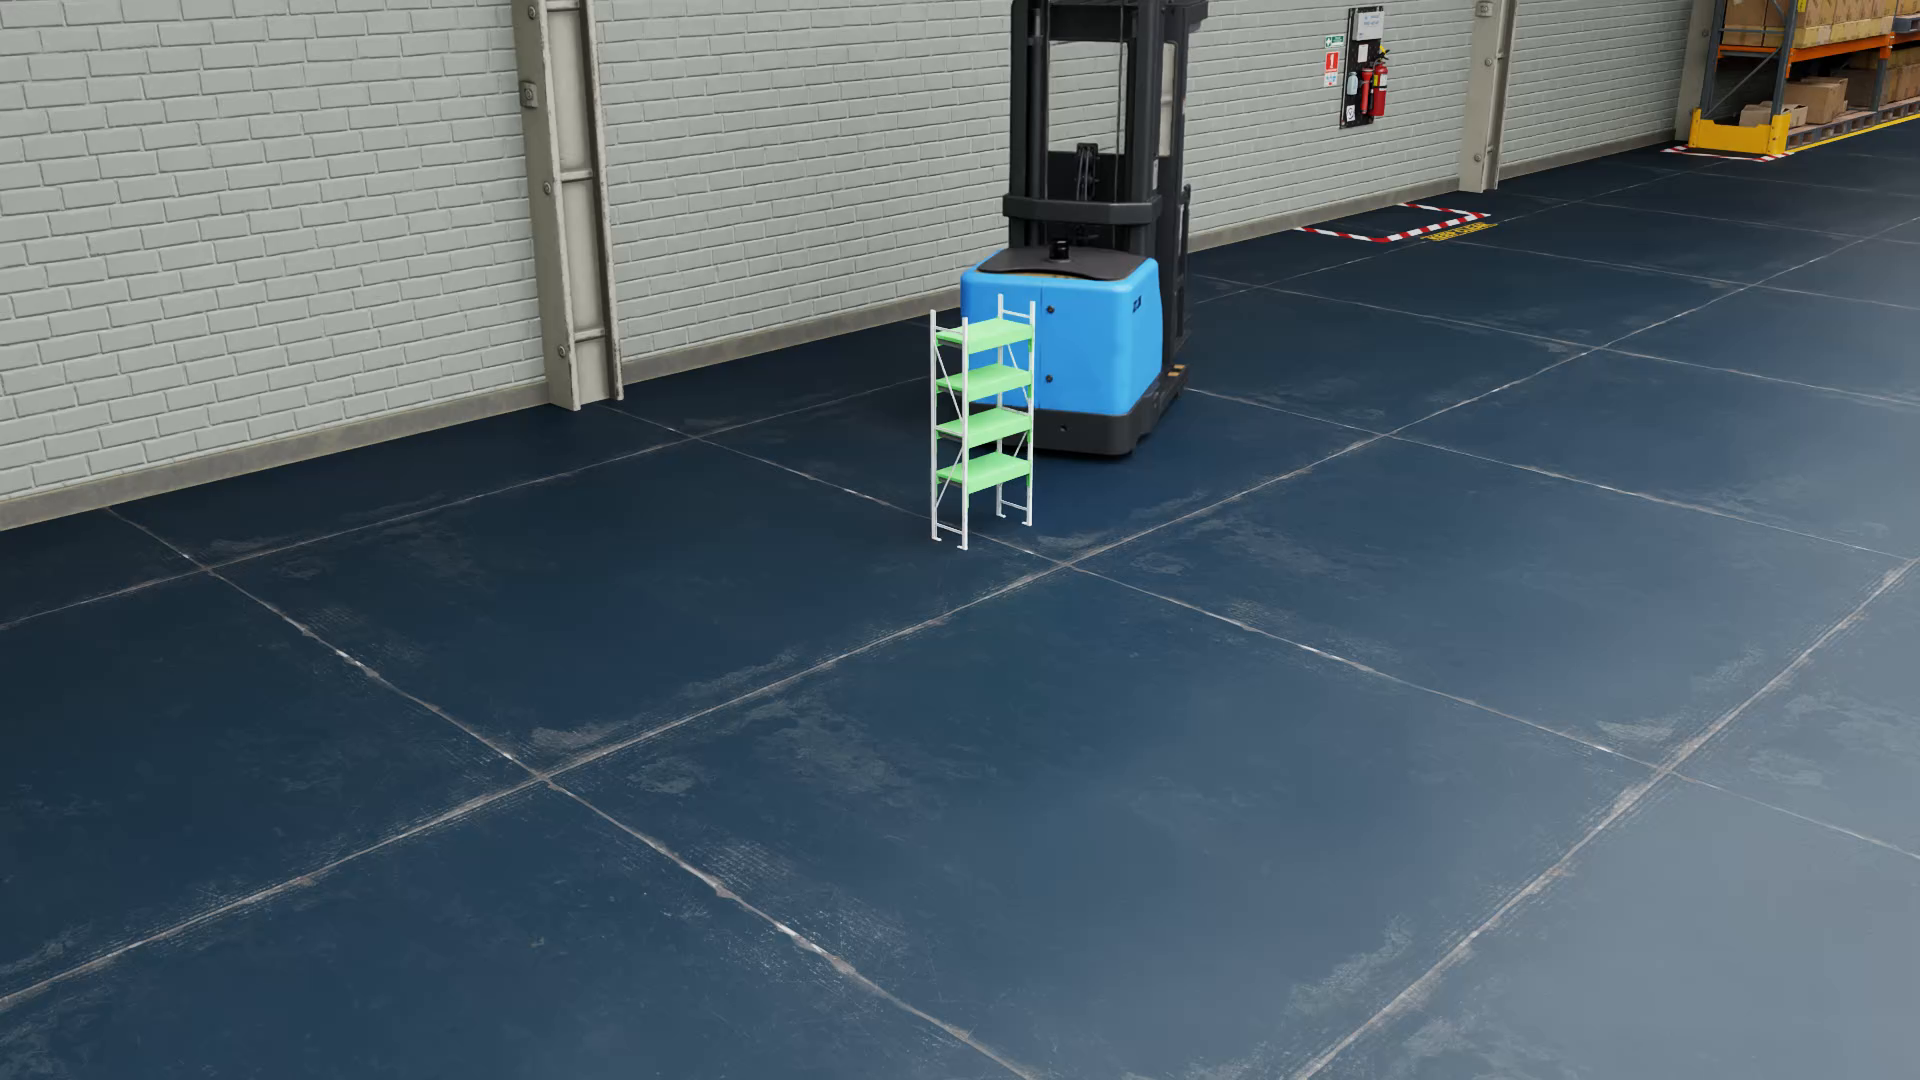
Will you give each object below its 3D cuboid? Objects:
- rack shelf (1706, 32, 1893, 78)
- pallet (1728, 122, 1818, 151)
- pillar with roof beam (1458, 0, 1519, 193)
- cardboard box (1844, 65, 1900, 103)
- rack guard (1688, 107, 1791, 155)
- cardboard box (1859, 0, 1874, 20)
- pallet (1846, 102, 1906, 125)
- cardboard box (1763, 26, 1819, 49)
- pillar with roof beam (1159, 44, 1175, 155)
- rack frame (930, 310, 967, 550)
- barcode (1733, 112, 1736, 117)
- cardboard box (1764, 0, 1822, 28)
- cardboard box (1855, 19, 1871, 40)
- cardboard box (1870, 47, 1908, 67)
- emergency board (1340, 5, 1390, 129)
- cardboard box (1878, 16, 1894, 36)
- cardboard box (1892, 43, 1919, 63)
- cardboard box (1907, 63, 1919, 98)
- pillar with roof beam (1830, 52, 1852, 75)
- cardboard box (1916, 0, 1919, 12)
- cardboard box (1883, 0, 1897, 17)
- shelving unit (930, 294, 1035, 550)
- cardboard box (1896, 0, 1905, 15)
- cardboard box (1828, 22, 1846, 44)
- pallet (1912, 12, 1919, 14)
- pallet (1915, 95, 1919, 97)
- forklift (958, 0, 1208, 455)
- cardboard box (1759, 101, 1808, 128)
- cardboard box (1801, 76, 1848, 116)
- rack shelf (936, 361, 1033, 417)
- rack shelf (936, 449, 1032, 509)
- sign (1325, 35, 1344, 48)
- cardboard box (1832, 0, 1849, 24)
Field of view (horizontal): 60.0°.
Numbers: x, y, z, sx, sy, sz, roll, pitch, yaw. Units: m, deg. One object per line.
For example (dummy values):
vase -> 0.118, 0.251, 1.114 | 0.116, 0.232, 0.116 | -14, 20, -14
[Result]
rack shelf -> 11.615, -6.732, 22.912 | 1.077, 0.370, 4.000 | 19, 28, 41
pallet -> 10.865, -5.472, 22.516 | 1.003, 0.211, 1.213 | 19, 28, 41
pillar with roof beam -> 8.988, -7.131, 14.584 | 9.100, 9.000, 0.400 | 19, 28, 41
cardboard box -> 13.837, -6.959, 25.371 | 0.700, 0.500, 0.500 | 19, 28, 40
rack guard -> 10.273, -5.407, 21.944 | 1.175, 0.500, 0.348 | 19, 28, 41
cardboard box -> 12.199, -7.416, 22.824 | 0.500, 0.500, 0.500 | 18, 28, 39
pallet -> 13.553, -6.481, 25.142 | 1.003, 0.211, 1.213 | 19, 28, 41
cardboard box -> 10.788, -6.539, 21.588 | 0.500, 0.250, 0.500 | 18, 28, 39
pillar with roof beam -> 4.802, -5.588, 10.571 | 9.100, 9.000, 0.400 | 19, 28, 41
rack frame -> -0.055, -0.540, 8.307 | 0.240, 1.200, 0.015 | 19, 28, 41
barcode -> 10.493, -5.769, 22.524 | 0.001, 0.075, 0.075 | 19, 28, 41
cardboard box -> 10.769, -6.891, 21.457 | 0.500, 0.500, 0.500 | 19, 28, 41
cardboard box -> 12.204, -7.065, 22.955 | 0.500, 0.250, 0.500 | 19, 28, 40
cardboard box -> 14.177, -7.413, 25.505 | 0.500, 0.250, 0.500 | 18, 28, 39
emergency board -> 4.152, -4.782, 16.836 | 0.194, 1.169, 0.643 | 19, 28, 41
cardboard box -> 12.897, -7.324, 23.629 | 0.500, 0.250, 0.500 | 19, 28, 41
cardboard box -> 14.894, -7.670, 26.174 | 0.500, 0.250, 0.500 | -20, 28, -41
cardboard box -> 14.567, -7.213, 26.030 | 0.700, 0.500, 0.500 | 19, 28, 40
pillar with roof beam -> 17.359, -10.215, 22.610 | 9.100, 9.000, 0.400 | 19, 28, 41
cardboard box -> 14.222, -8.275, 25.171 | 0.500, 0.500, 0.700 | -16, 26, -35
cardboard box -> 12.902, -7.673, 23.491 | 0.500, 0.500, 0.500 | 19, 28, 41
shelving unit -> 0.115, -0.603, 8.470 | 0.258, 1.200, 0.503 | 19, 28, 41
cardboard box -> 13.390, -7.956, 24.341 | 0.700, 0.500, 0.500 | 19, 28, 41
cardboard box -> 11.500, -6.806, 22.281 | 0.500, 0.250, 0.500 | 19, 28, 40
pallet -> 14.449, -8.002, 25.479 | 1.003, 0.211, 1.213 | 19, 28, 41
pallet -> 15.255, -7.108, 26.774 | 1.003, 0.211, 1.213 | 19, 28, 41
forklift -> 0.919, -2.357, 10.621 | 1.130, 2.935, 3.031 | 7, 22, 16
cardboard box -> 11.165, -5.806, 22.634 | 0.500, 0.311, 0.500 | -17, 27, -38
cardboard box -> 12.315, -6.344, 23.769 | 0.500, 0.500, 0.500 | 17, 27, 37
rack shelf -> 0.115, -0.767, 8.407 | 0.258, 0.148, 0.480 | 19, 28, 41
rack shelf -> 0.115, -0.319, 8.579 | 0.258, 0.148, 0.480 | 19, 28, 41
sign -> 3.702, -4.929, 16.429 | 0.001, 0.109, 0.331 | 19, 28, 41
cardboard box -> 11.485, -7.147, 22.123 | 0.500, 0.500, 0.500 | 18, 27, 39
